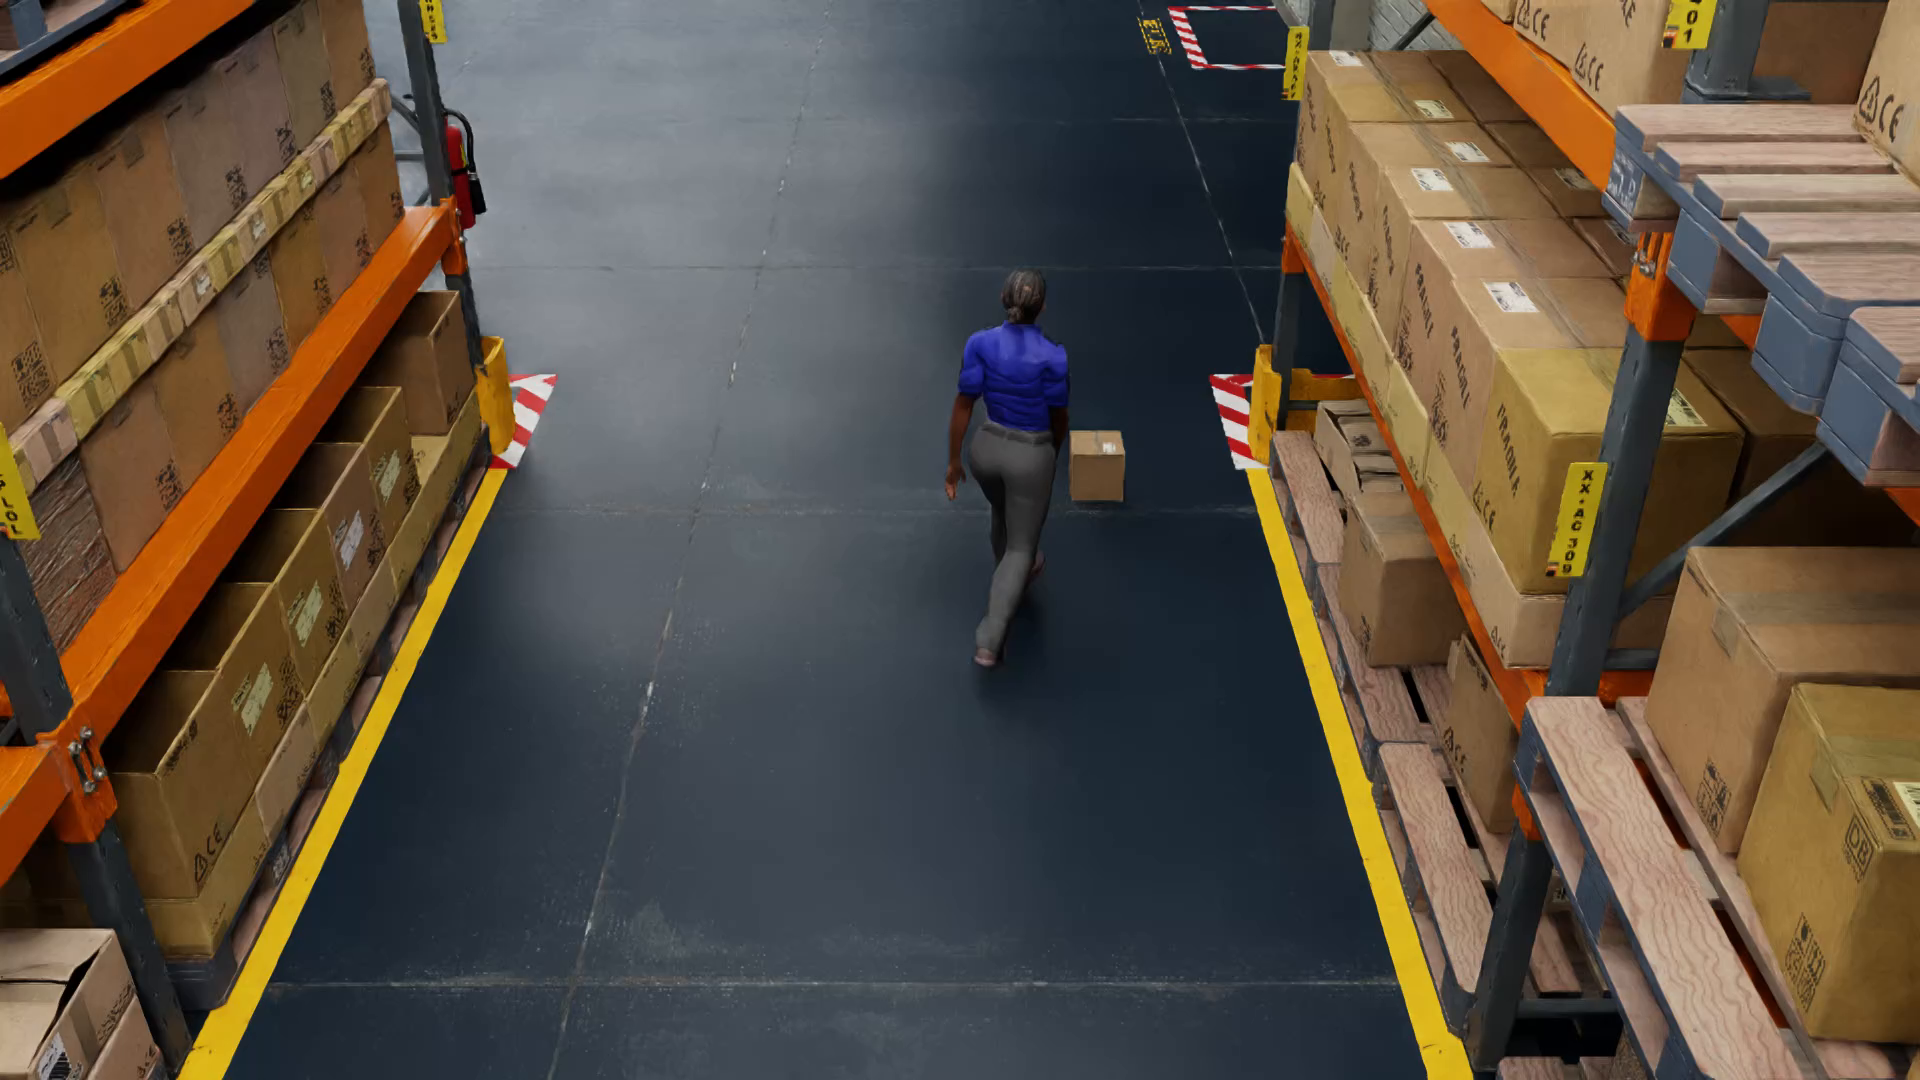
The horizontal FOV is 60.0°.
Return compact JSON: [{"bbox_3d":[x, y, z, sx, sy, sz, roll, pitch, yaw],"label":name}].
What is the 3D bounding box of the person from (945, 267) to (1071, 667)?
[{"bbox_3d":[0.202,-0.318,6.668,0.456,1.599,0.964,15,35,23],"label":"person"}]
